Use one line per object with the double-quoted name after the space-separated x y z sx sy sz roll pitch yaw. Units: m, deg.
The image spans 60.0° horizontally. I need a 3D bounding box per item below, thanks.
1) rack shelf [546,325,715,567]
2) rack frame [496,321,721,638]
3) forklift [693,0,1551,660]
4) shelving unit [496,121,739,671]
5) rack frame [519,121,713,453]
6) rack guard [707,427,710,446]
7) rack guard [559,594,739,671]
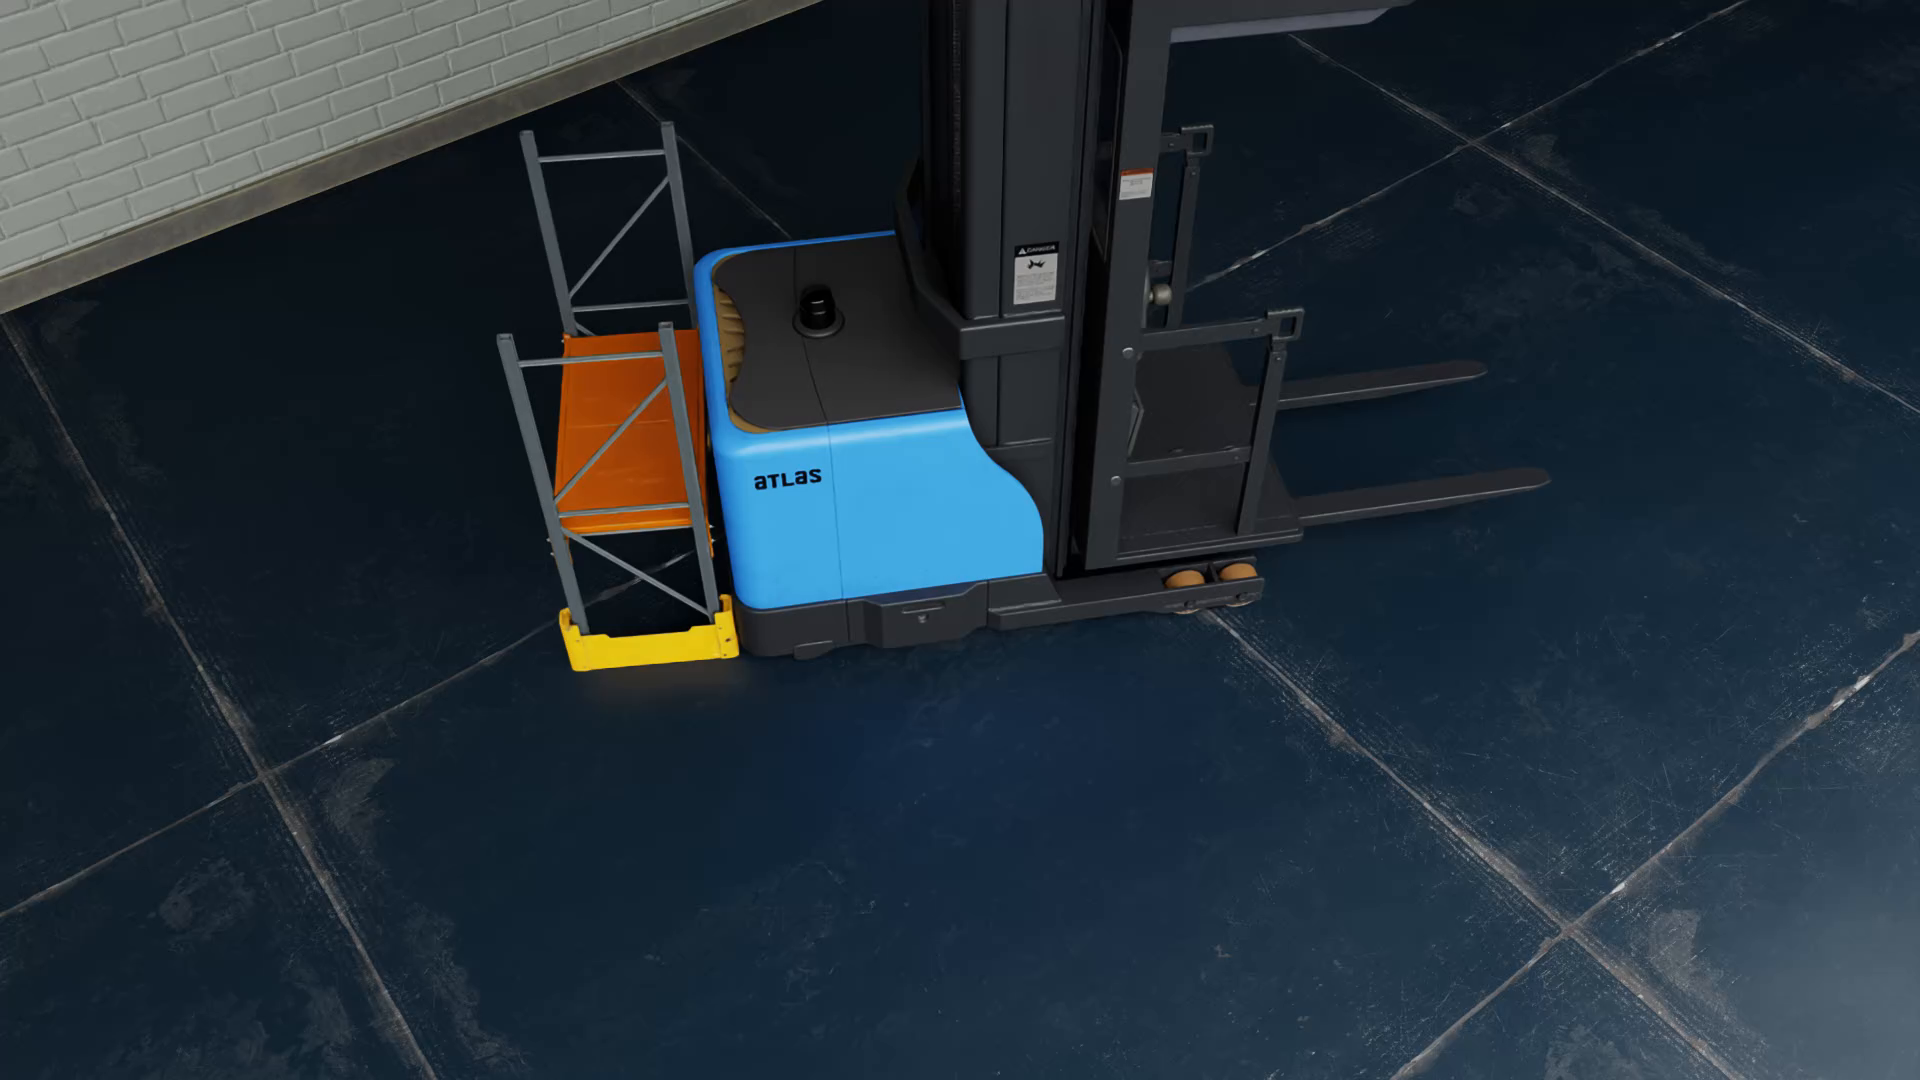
-1.132 -0.349 5.797 0.538 0.185 1.000 -5 48 -4 "rack shelf"
-1.075 -0.095 5.324 0.500 1.500 0.032 -5 48 -4 "rack frame"
0.638 -1.097 5.267 3.031 2.935 1.130 -8 48 -7 "forklift"
-1.131 -0.463 5.657 0.587 1.500 1.083 -5 48 -4 "shelving unit"
-1.189 -0.844 6.003 0.500 1.500 0.032 -5 48 -4 "rack frame"
-1.187 -0.410 6.453 0.587 0.250 0.087 -5 48 -4 "rack guard"
-1.075 0.323 5.788 0.587 0.250 0.087 -5 48 -4 "rack guard"
